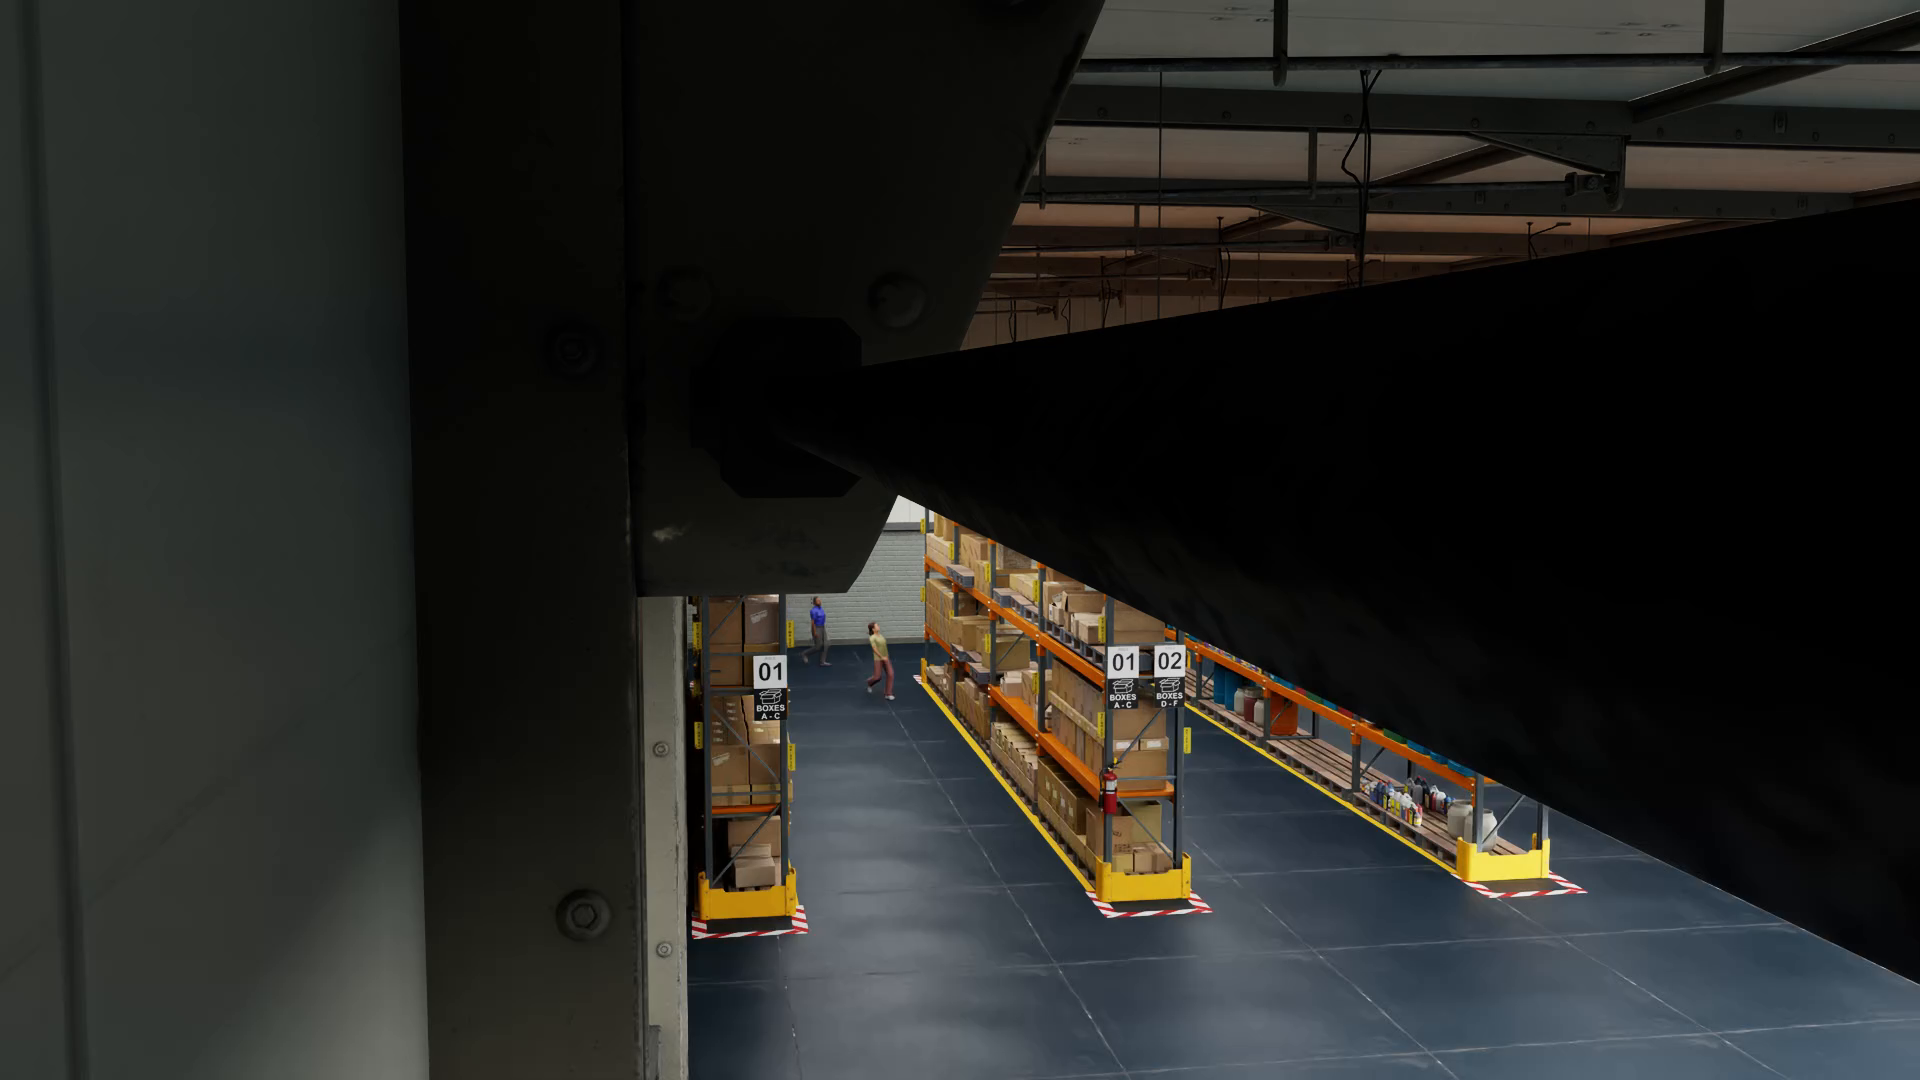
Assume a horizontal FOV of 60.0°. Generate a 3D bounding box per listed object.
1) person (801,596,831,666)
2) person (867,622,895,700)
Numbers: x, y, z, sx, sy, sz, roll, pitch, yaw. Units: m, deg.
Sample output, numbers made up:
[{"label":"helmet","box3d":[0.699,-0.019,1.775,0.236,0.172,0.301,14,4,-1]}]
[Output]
[{"label":"person","box3d":[-3.330,2.122,38.658,0.646,1.606,0.487,2,5,20]},{"label":"person","box3d":[-1.631,2.496,34.625,0.539,1.590,0.809,-4,7,-40]}]
